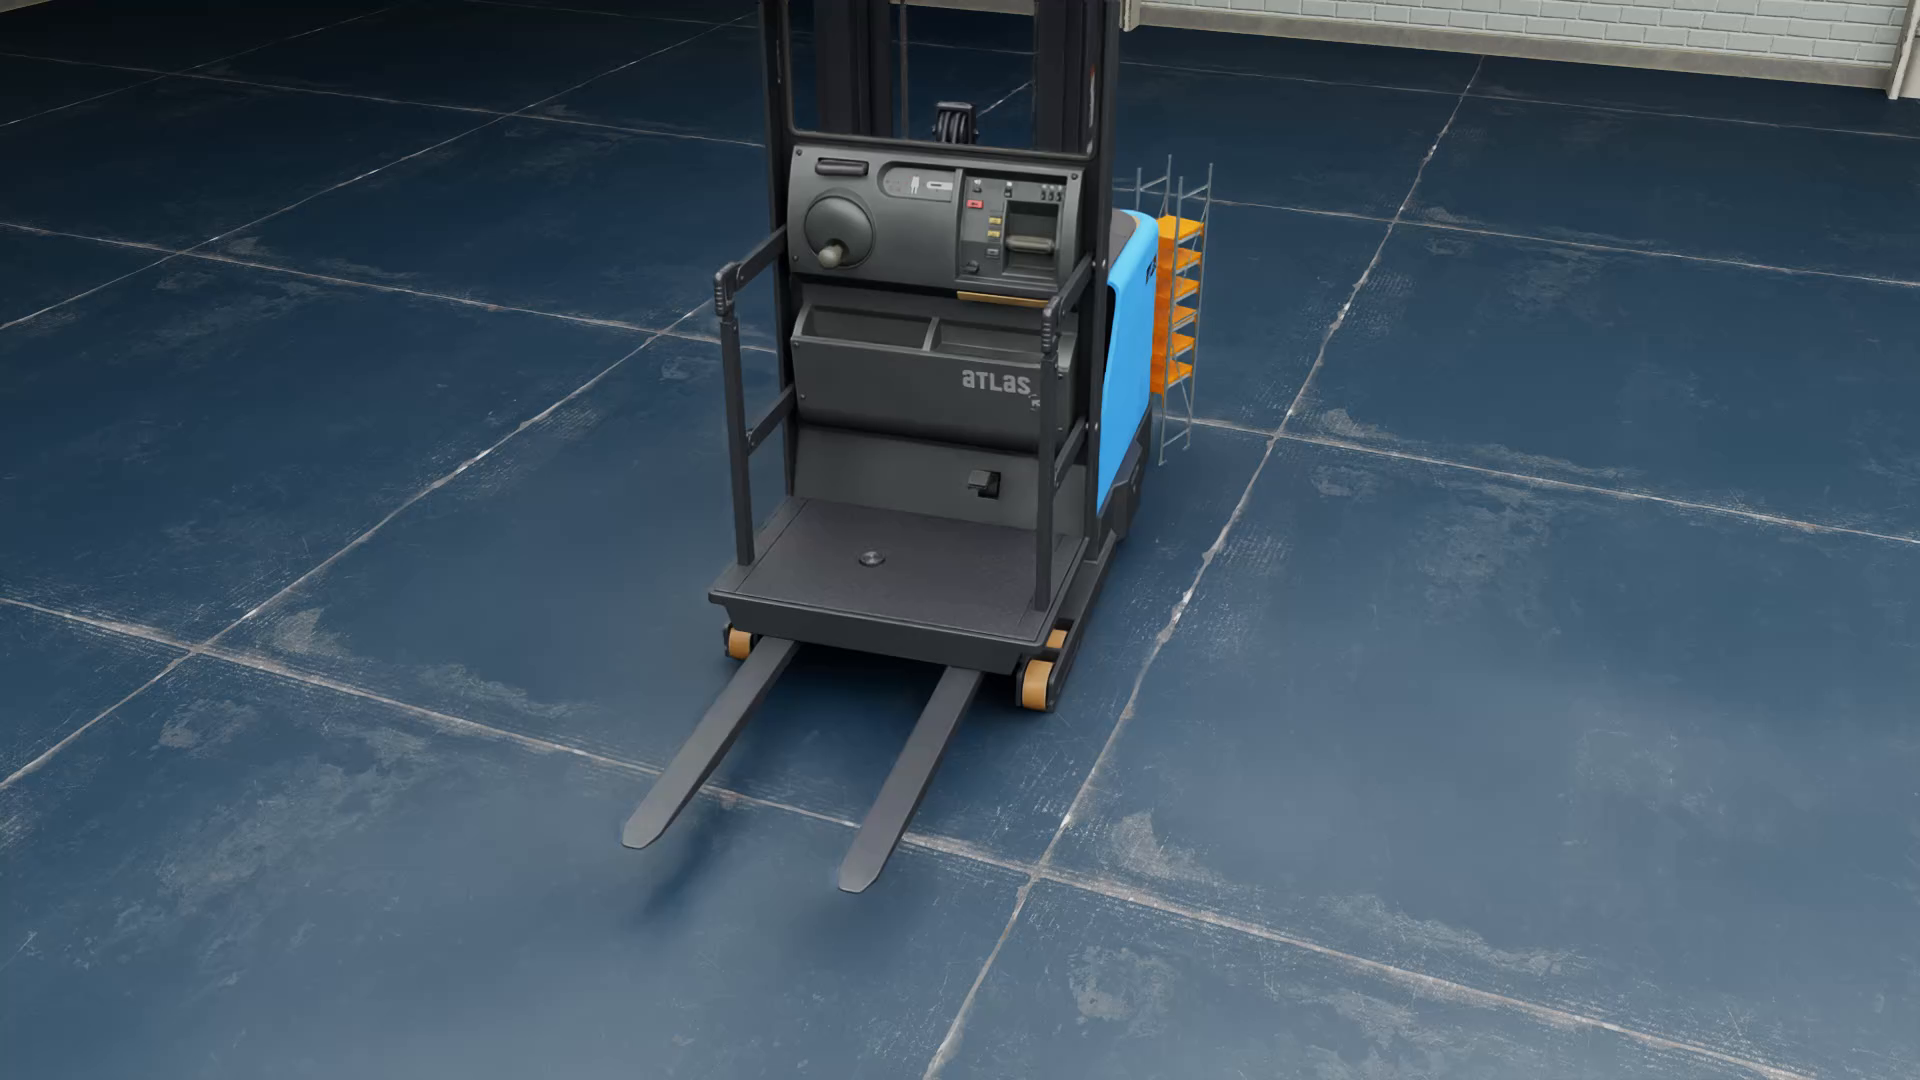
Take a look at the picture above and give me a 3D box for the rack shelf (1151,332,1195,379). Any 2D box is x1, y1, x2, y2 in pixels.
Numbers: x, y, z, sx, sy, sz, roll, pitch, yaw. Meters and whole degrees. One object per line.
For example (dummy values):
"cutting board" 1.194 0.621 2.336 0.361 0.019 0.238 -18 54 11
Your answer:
"rack shelf" 0.813 -0.755 6.697 0.180 0.103 0.258 21 35 32

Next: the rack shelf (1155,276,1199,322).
"rack shelf" 0.815 -0.965 6.581 0.180 0.103 0.258 21 35 32

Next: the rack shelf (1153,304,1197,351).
"rack shelf" 0.814 -0.860 6.639 0.180 0.103 0.258 21 35 32

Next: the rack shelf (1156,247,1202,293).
"rack shelf" 0.816 -1.070 6.523 0.180 0.103 0.258 21 35 32

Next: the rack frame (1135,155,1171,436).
"rack frame" 0.742 -0.926 6.666 0.006 1.200 0.240 21 35 32

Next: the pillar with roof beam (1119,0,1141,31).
"pillar with roof beam" -0.357 -6.227 8.122 0.400 9.000 9.100 11 31 19

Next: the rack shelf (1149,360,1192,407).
"rack shelf" 0.813 -0.650 6.755 0.180 0.103 0.258 21 35 32

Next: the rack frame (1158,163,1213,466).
"rack frame" 0.887 -0.872 6.569 0.006 1.200 0.240 21 35 32

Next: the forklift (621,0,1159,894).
"forklift" -0.145 -0.948 4.948 1.130 2.935 3.031 8 31 14

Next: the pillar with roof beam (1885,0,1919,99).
"pillar with roof beam" 5.203 -5.117 6.158 0.400 9.000 9.100 11 31 19

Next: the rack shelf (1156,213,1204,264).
"rack shelf" 0.817 -1.175 6.465 0.180 0.103 0.258 21 35 32

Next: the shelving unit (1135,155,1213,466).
"shelving unit" 0.815 -0.899 6.618 0.189 1.200 0.258 21 35 32
